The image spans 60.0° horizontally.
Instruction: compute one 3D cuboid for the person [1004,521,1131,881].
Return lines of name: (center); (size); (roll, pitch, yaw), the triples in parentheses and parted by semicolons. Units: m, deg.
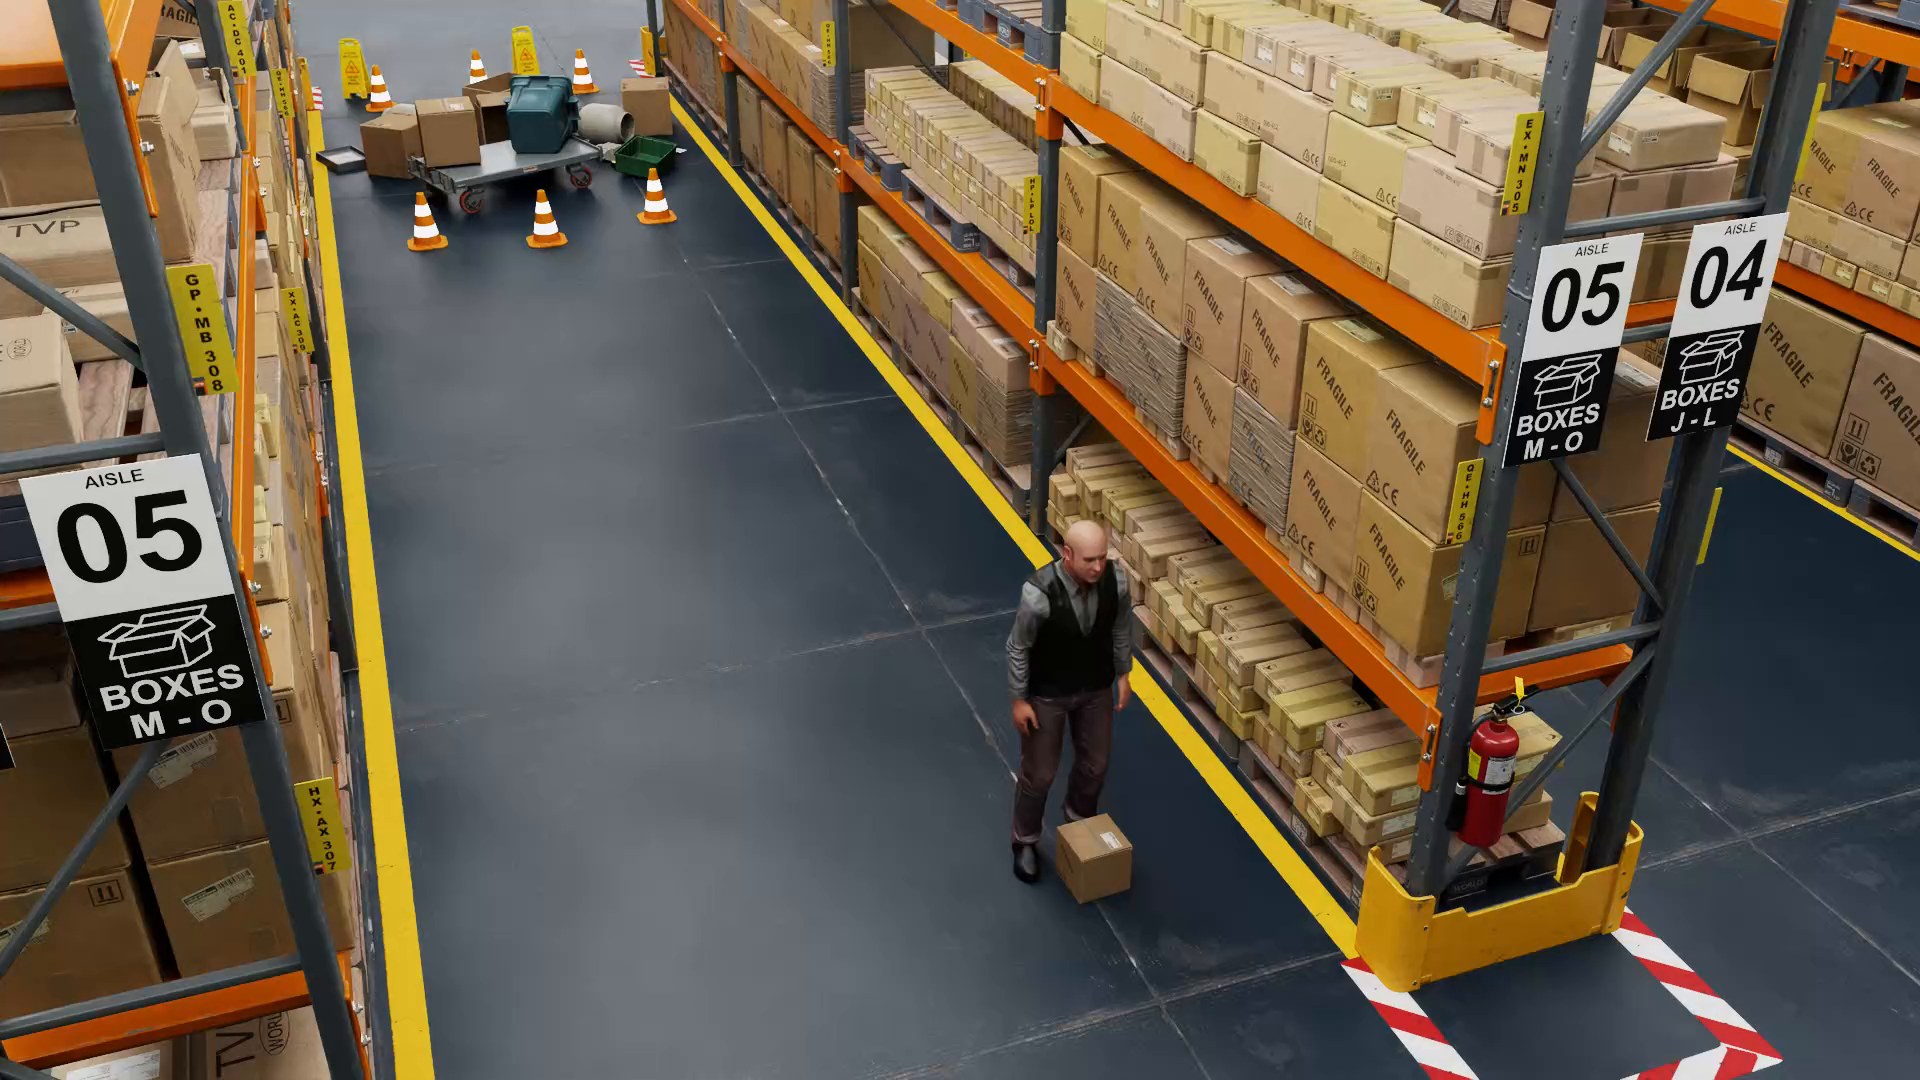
person: (0.463, 0.649, 7.229); (0.582, 1.721, 0.415); (-11, 32, -19)
